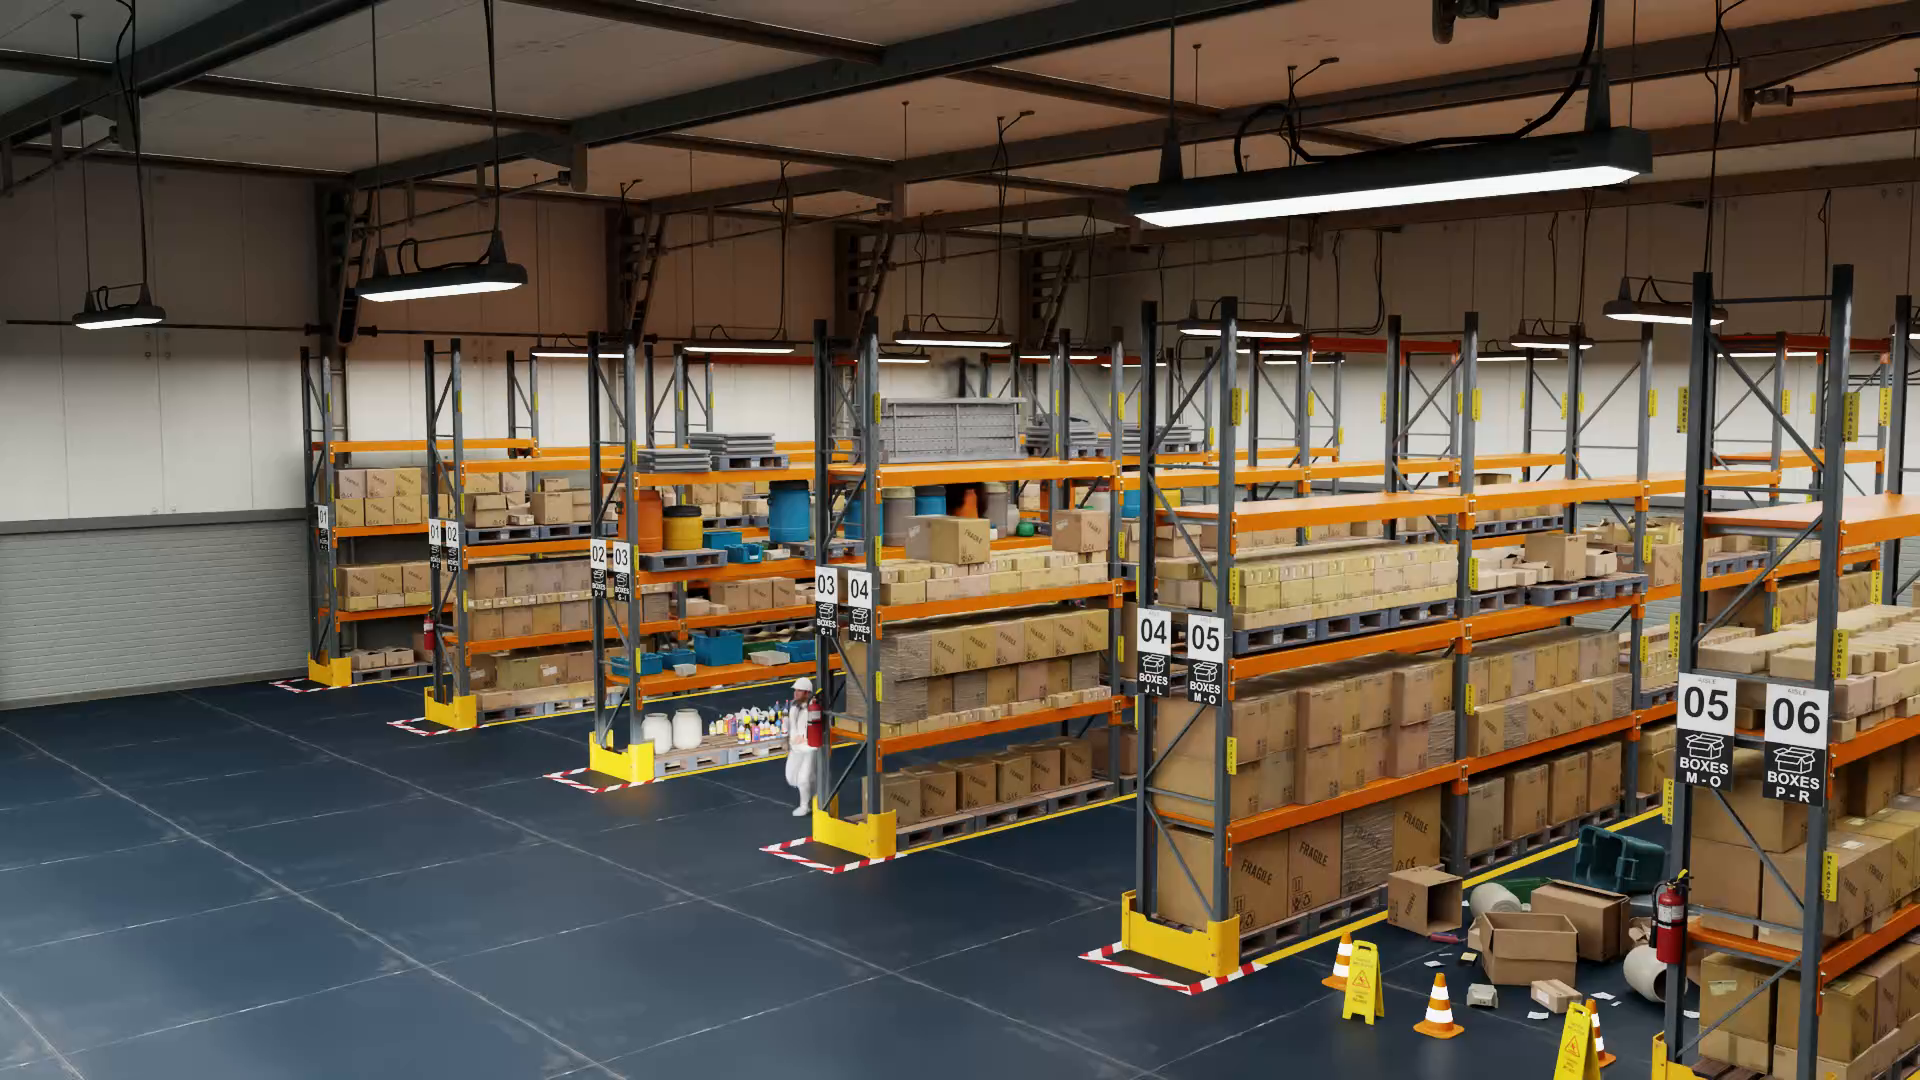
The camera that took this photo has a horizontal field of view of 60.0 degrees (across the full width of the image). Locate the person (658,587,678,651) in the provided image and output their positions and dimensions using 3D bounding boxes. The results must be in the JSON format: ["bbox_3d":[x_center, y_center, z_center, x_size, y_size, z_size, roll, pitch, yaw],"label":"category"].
[{"bbox_3d":[-5.676,1.596,31.957,0.711,1.559,0.880,5,7,42],"label":"person"}]

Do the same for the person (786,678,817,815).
[{"bbox_3d":[-1.869,2.522,20.428,0.660,1.715,0.603,3,6,31],"label":"person"}]
